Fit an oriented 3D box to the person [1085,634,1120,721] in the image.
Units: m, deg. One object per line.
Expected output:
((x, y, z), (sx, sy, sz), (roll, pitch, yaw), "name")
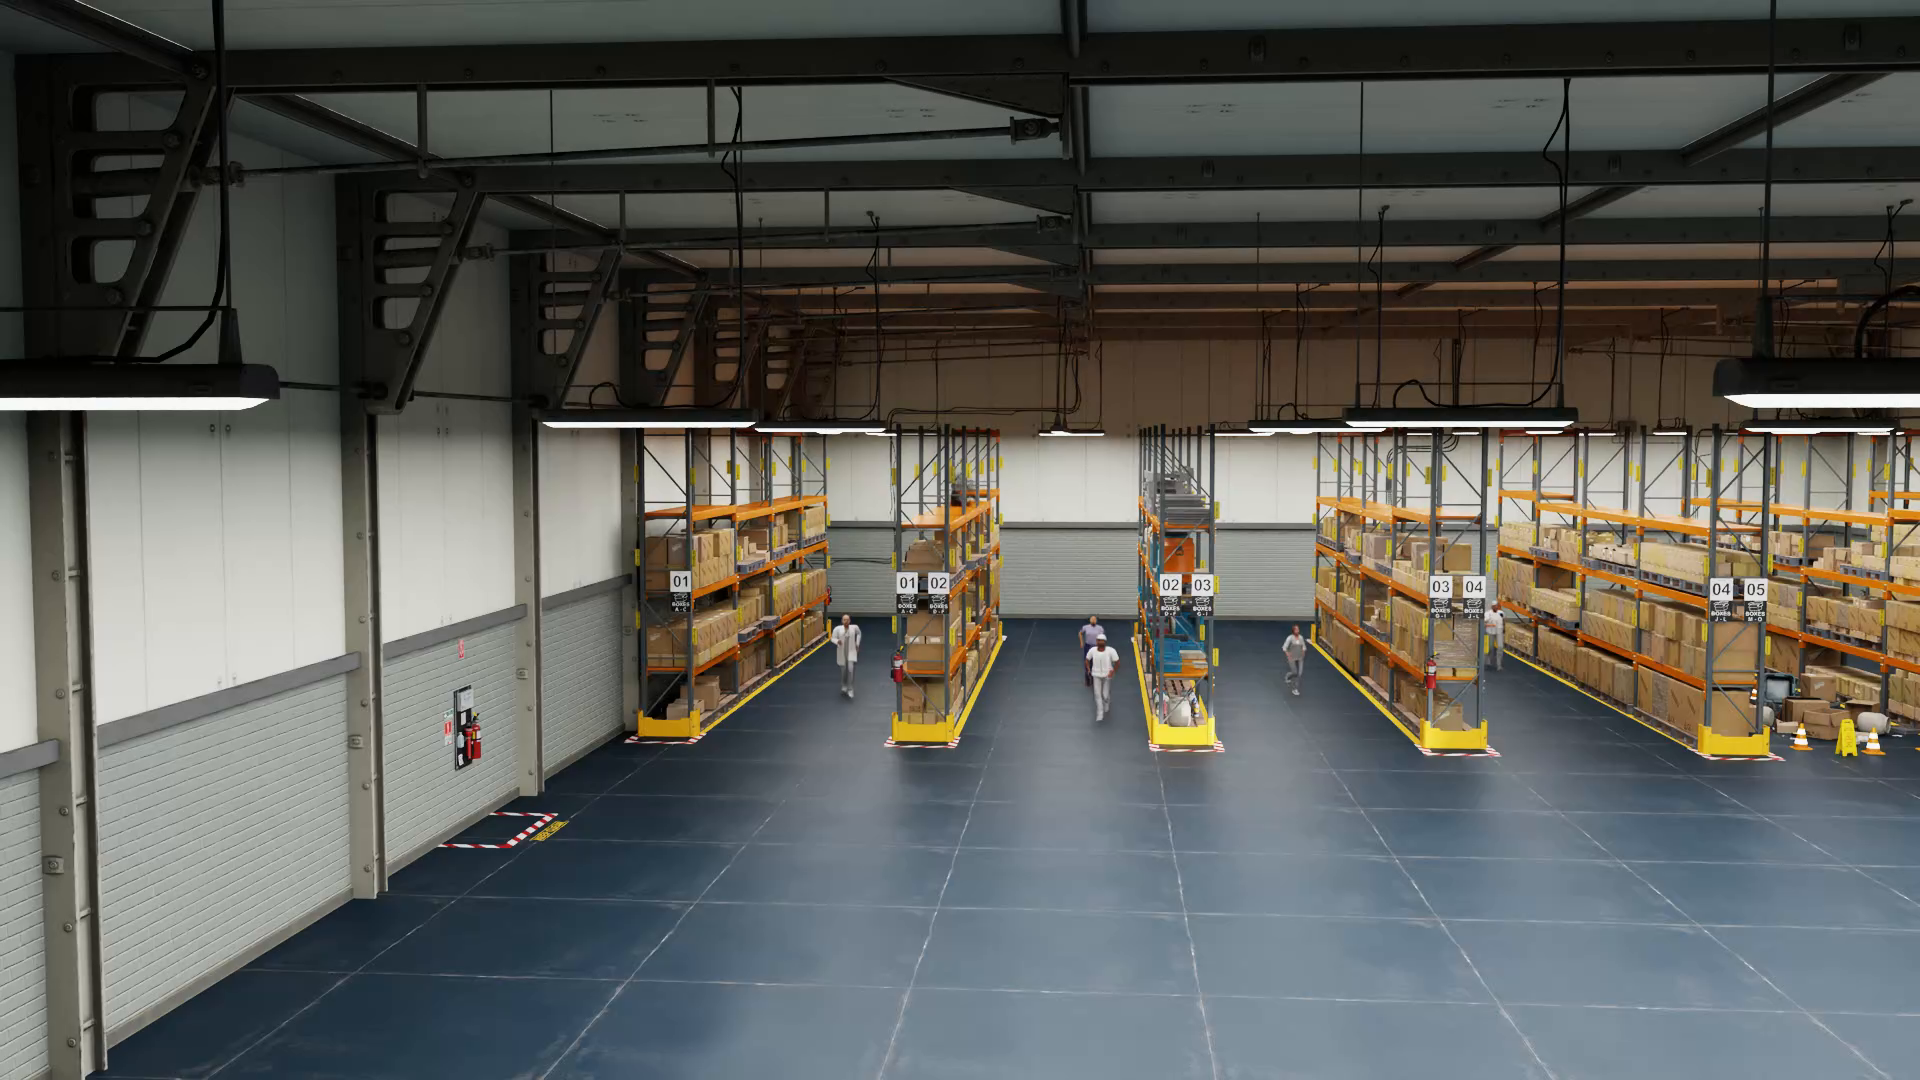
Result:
((2.914, 2.786, 34.090), (0.717, 1.752, 0.820), (1, 4, 9), "person")

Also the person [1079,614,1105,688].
((3.069, 2.572, 38.461), (0.576, 1.697, 0.707), (0, 3, -4), "person")

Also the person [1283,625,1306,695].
((7.522, 2.681, 37.339), (0.538, 1.557, 0.549), (-1, 4, -10), "person")

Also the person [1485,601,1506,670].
((13.345, 2.372, 41.538), (0.609, 1.716, 0.835), (0, 3, 7), "person")

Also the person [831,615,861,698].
((-2.551, 2.573, 37.171), (0.643, 1.835, 0.936), (0, 3, 1), "person")
